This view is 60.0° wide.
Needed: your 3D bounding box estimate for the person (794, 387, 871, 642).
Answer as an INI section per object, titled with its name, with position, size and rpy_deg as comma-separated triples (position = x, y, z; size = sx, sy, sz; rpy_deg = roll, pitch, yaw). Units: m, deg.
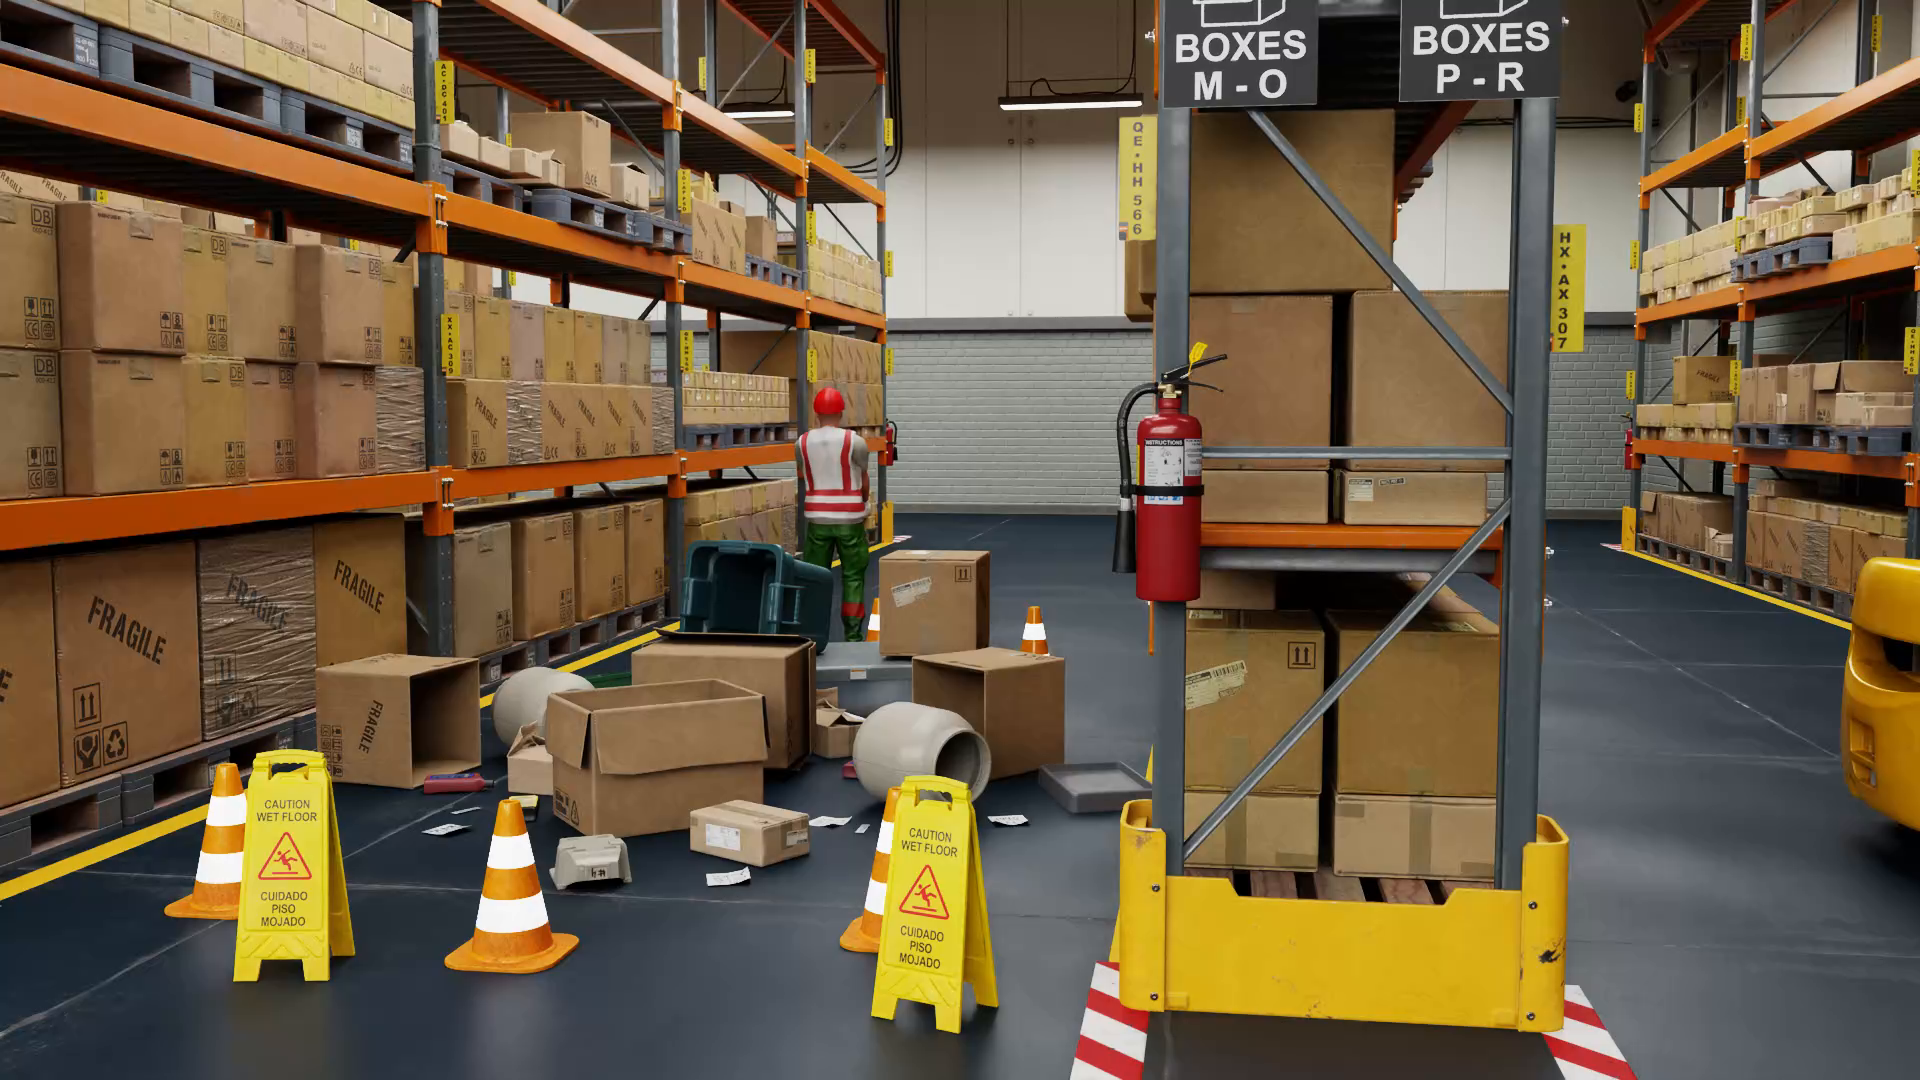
[person]
position = -0.822, -0.123, 11.058
size = 0.493, 1.782, 0.564
rpy_deg = 1, 4, 9
